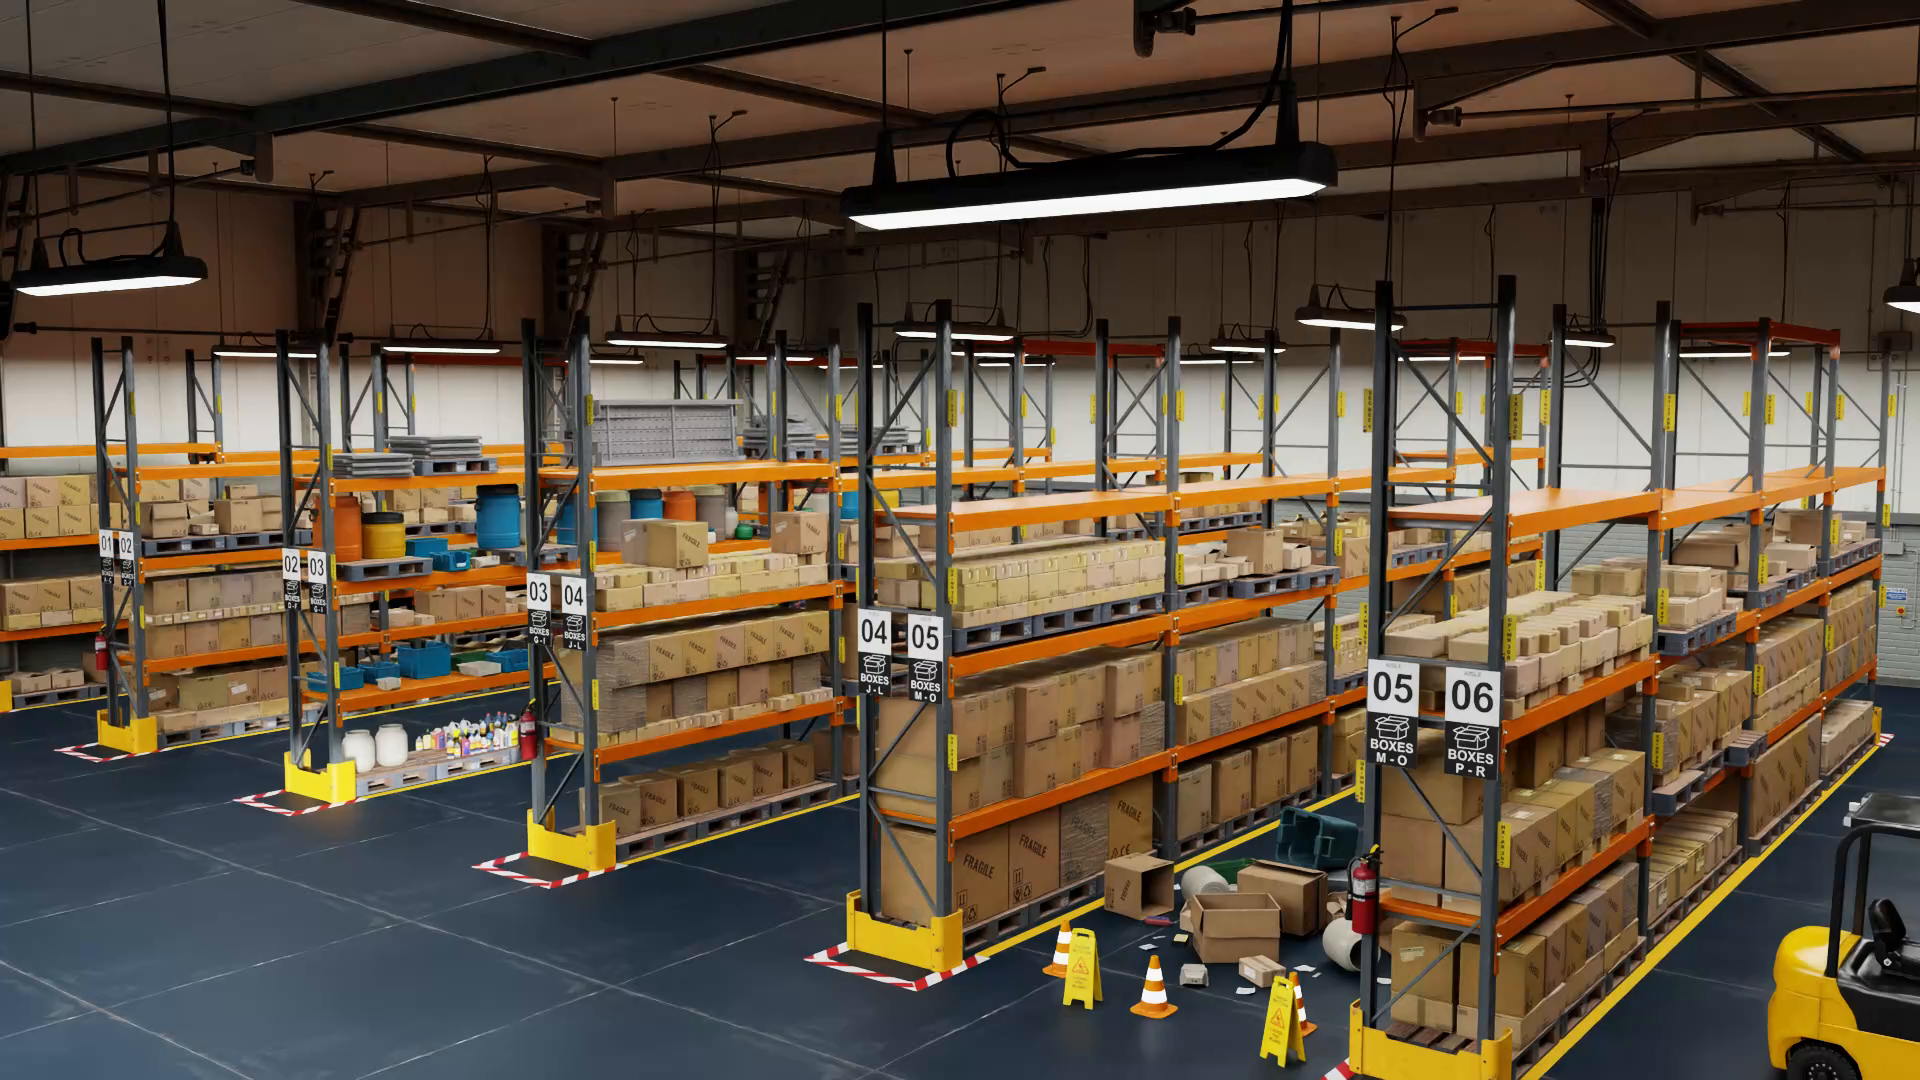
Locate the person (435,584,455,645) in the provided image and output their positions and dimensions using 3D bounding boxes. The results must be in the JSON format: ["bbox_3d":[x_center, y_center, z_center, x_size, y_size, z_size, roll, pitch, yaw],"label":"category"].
[{"bbox_3d":[-9.651,1.623,31.373,0.534,1.654,0.600,2,5,25],"label":"person"}]
